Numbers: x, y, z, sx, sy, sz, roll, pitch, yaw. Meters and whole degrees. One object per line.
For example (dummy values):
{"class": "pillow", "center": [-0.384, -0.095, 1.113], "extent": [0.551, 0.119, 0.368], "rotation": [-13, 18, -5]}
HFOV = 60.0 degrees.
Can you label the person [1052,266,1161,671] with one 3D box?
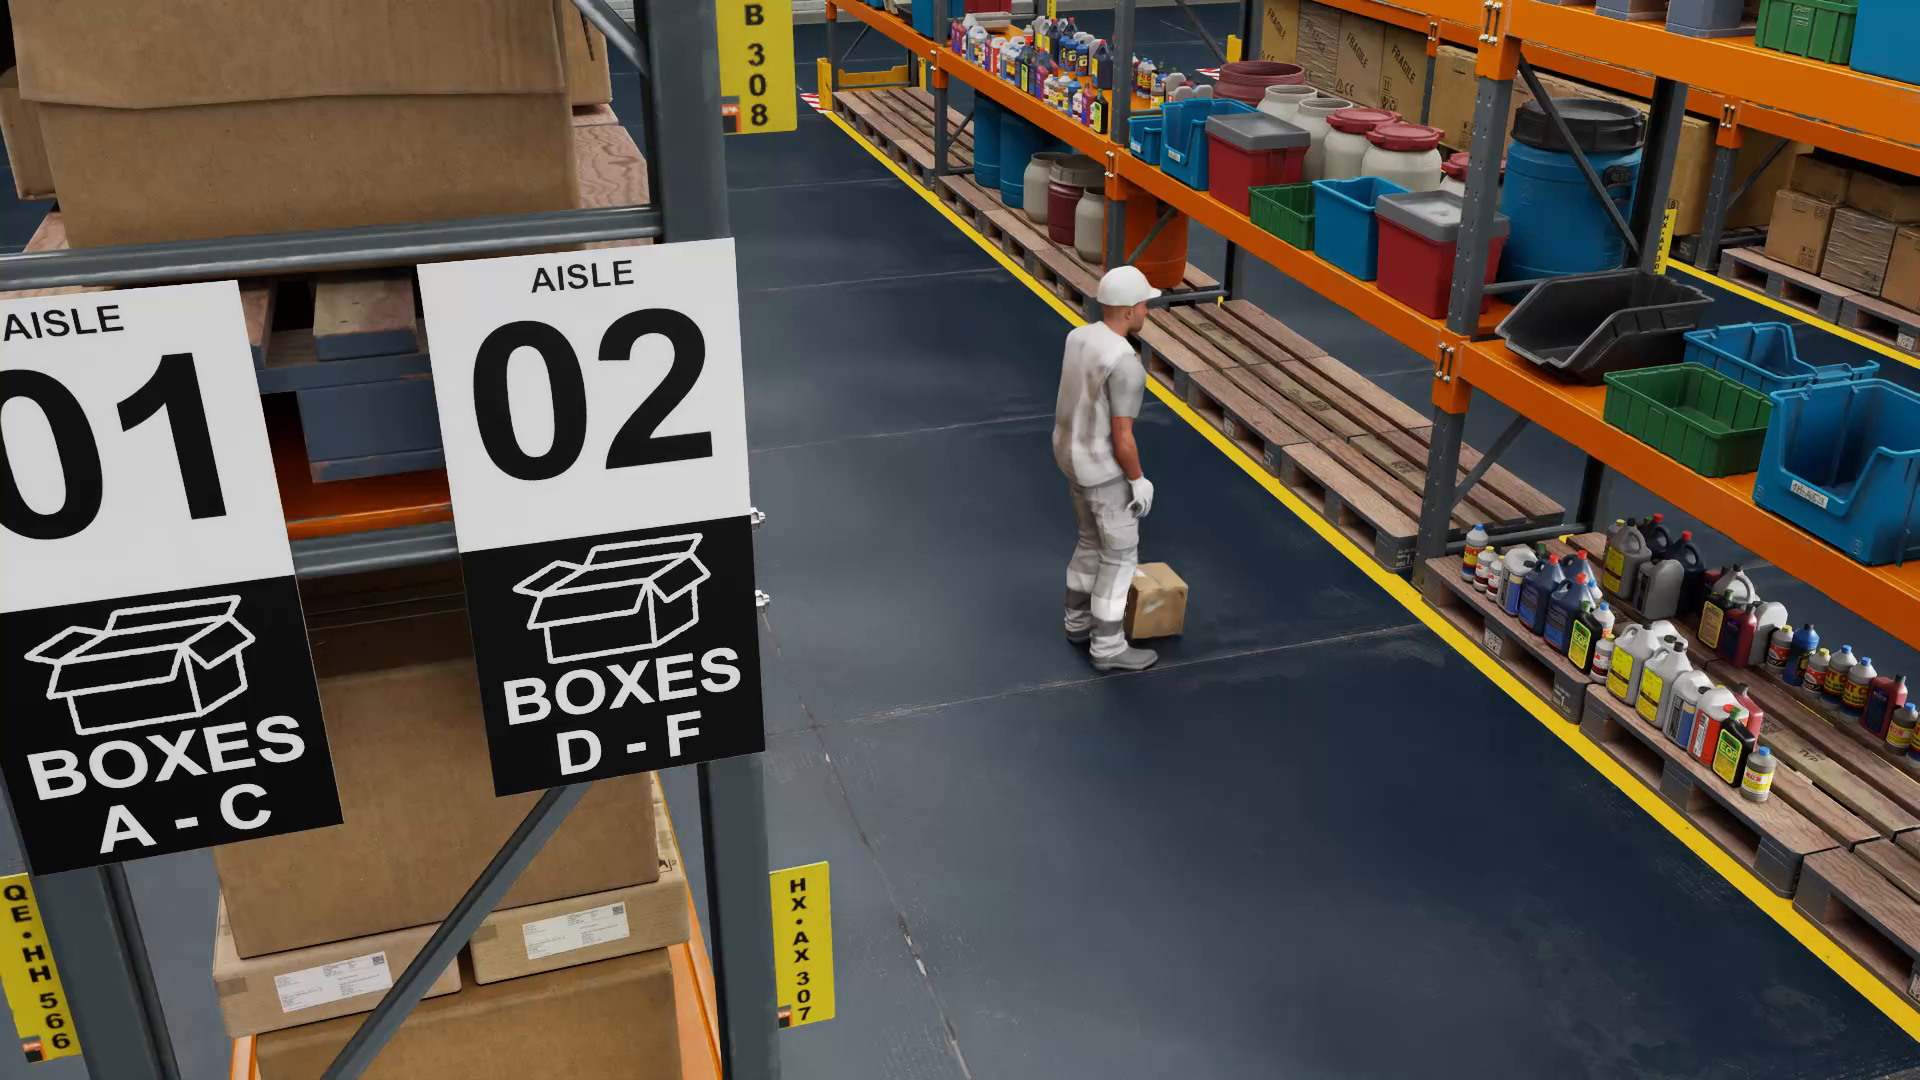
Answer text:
{"class": "person", "center": [0.639, -0.312, 7.231], "extent": [0.438, 1.781, 0.566], "rotation": [-9, 28, -18]}
